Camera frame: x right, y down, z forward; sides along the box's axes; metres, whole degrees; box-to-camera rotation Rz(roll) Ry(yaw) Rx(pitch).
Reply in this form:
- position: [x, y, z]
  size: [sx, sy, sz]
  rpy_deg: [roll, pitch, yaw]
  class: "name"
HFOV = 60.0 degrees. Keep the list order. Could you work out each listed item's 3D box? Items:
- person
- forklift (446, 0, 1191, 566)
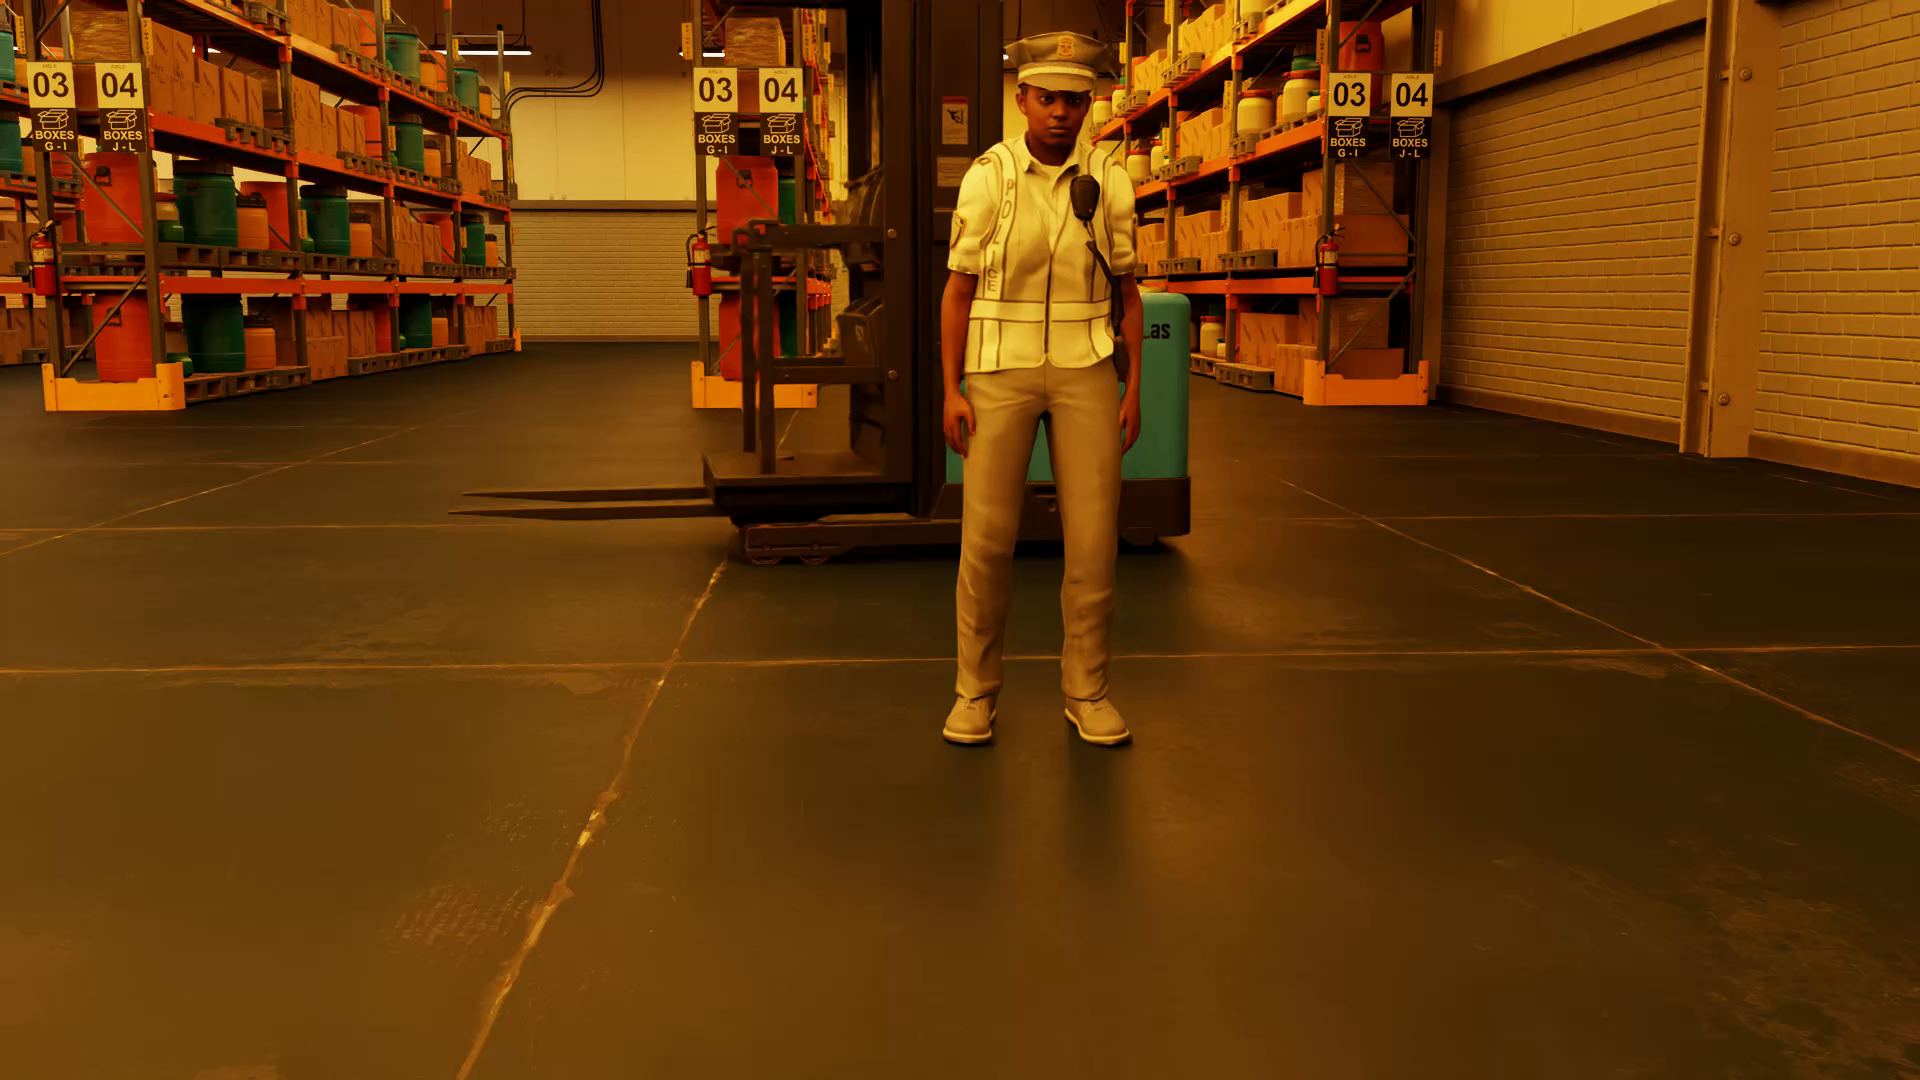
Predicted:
- position: [0.202, -0.346, 4.024]
  size: [0.496, 1.659, 0.390]
  rpy_deg: [0, 8, -3]
  class: "person"
- position: [-0.599, -1.431, 6.966]
  size: [3.031, 2.935, 1.130]
  rpy_deg: [-2, 9, -11]
  class: "forklift"
